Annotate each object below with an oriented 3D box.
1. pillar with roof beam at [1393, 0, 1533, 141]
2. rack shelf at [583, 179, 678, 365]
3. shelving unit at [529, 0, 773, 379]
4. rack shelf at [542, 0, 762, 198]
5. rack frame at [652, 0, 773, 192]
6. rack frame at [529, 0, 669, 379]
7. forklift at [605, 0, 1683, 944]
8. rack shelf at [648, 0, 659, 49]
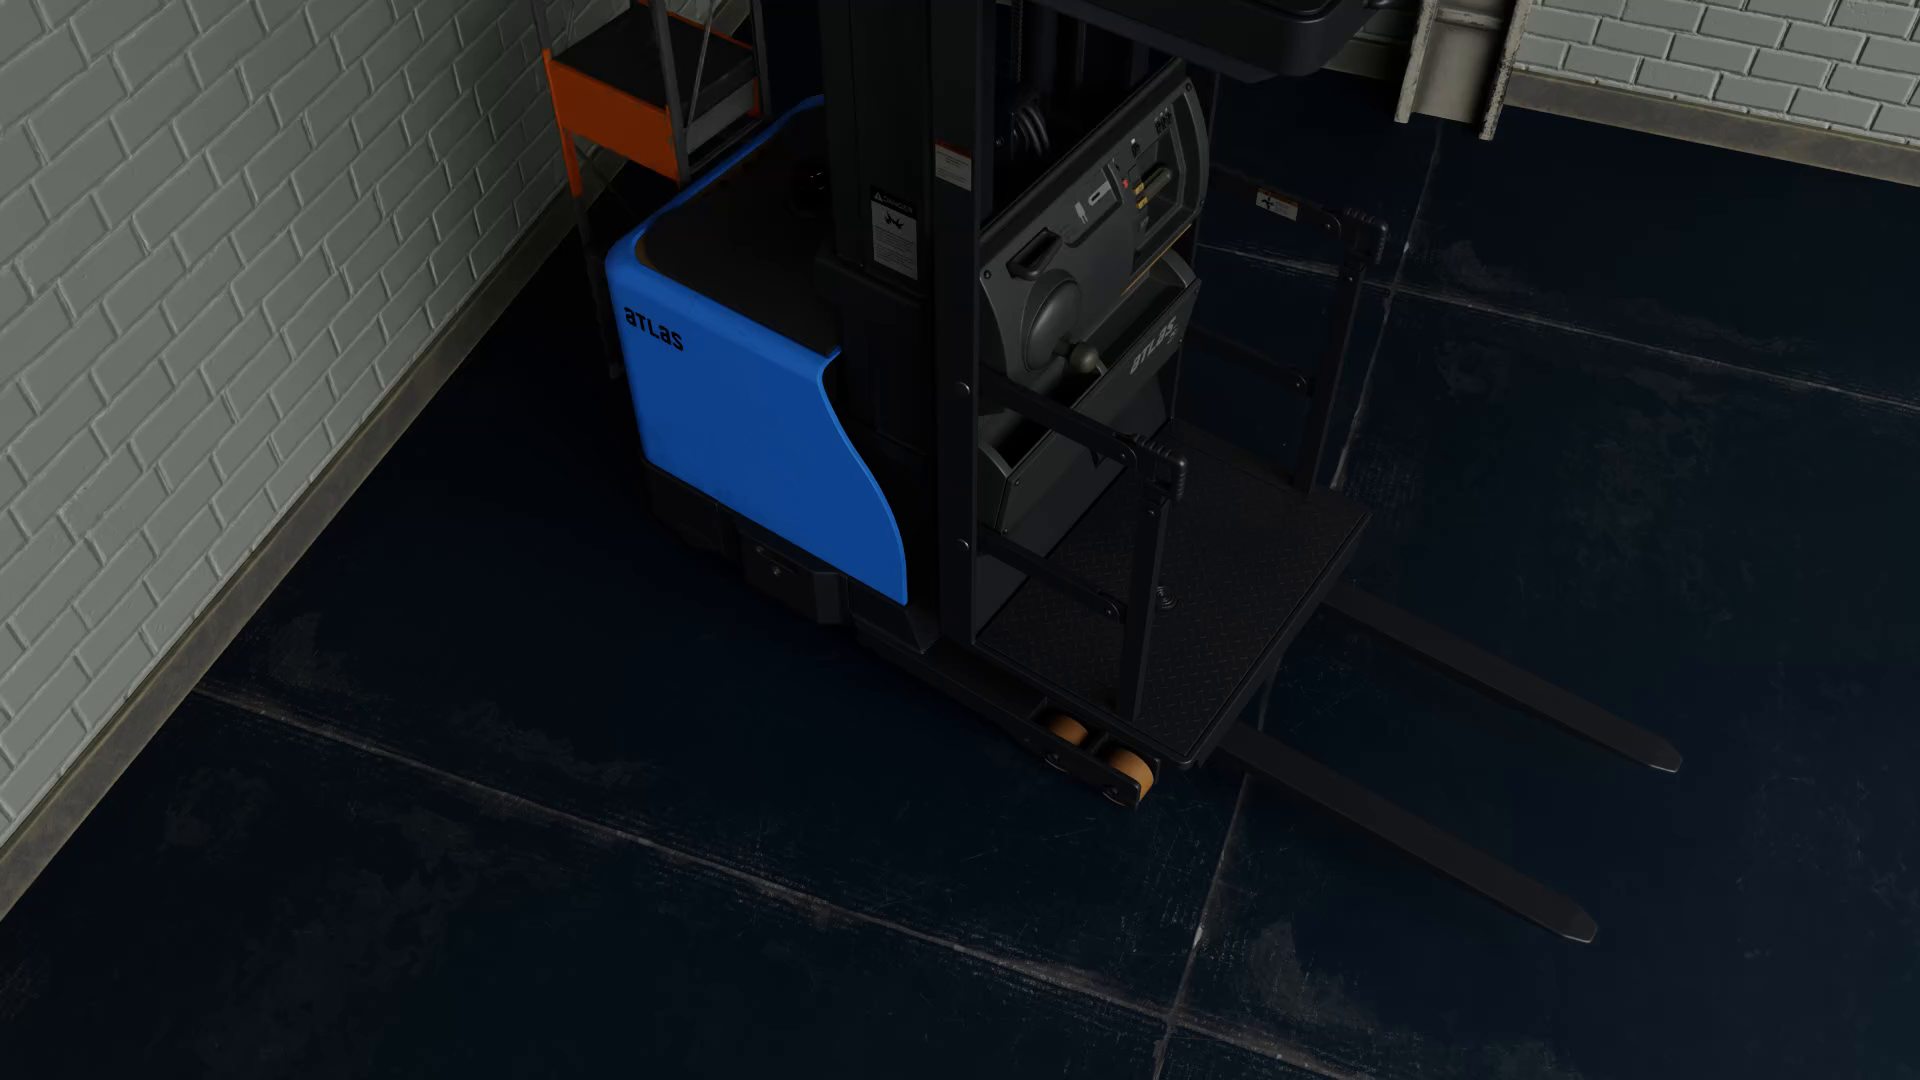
[{"bbox_3d":[0.496,-1.648,0.723,0.400,9.000,9.100,16,51,13],"label":"pillar with roof beam"},{"bbox_3d":[-0.882,-0.792,5.490,0.480,0.518,0.431,28,55,22],"label":"rack shelf"},{"bbox_3d":[-0.881,-1.259,4.950,0.503,2.100,0.431,28,55,22],"label":"shelving unit"},{"bbox_3d":[-0.881,-1.250,4.961,0.480,0.518,0.431,28,55,22],"label":"rack shelf"},{"bbox_3d":[-0.682,-1.152,4.858,0.015,2.100,0.400,28,55,22],"label":"rack frame"},{"bbox_3d":[-1.080,-1.366,5.042,0.015,2.100,0.400,28,55,22],"label":"rack frame"},{"bbox_3d":[0.509,-0.687,3.906,3.031,2.935,1.130,28,55,22],"label":"forklift"},{"bbox_3d":[-0.880,-1.707,4.431,0.480,0.518,0.431,28,55,22],"label":"rack shelf"}]
